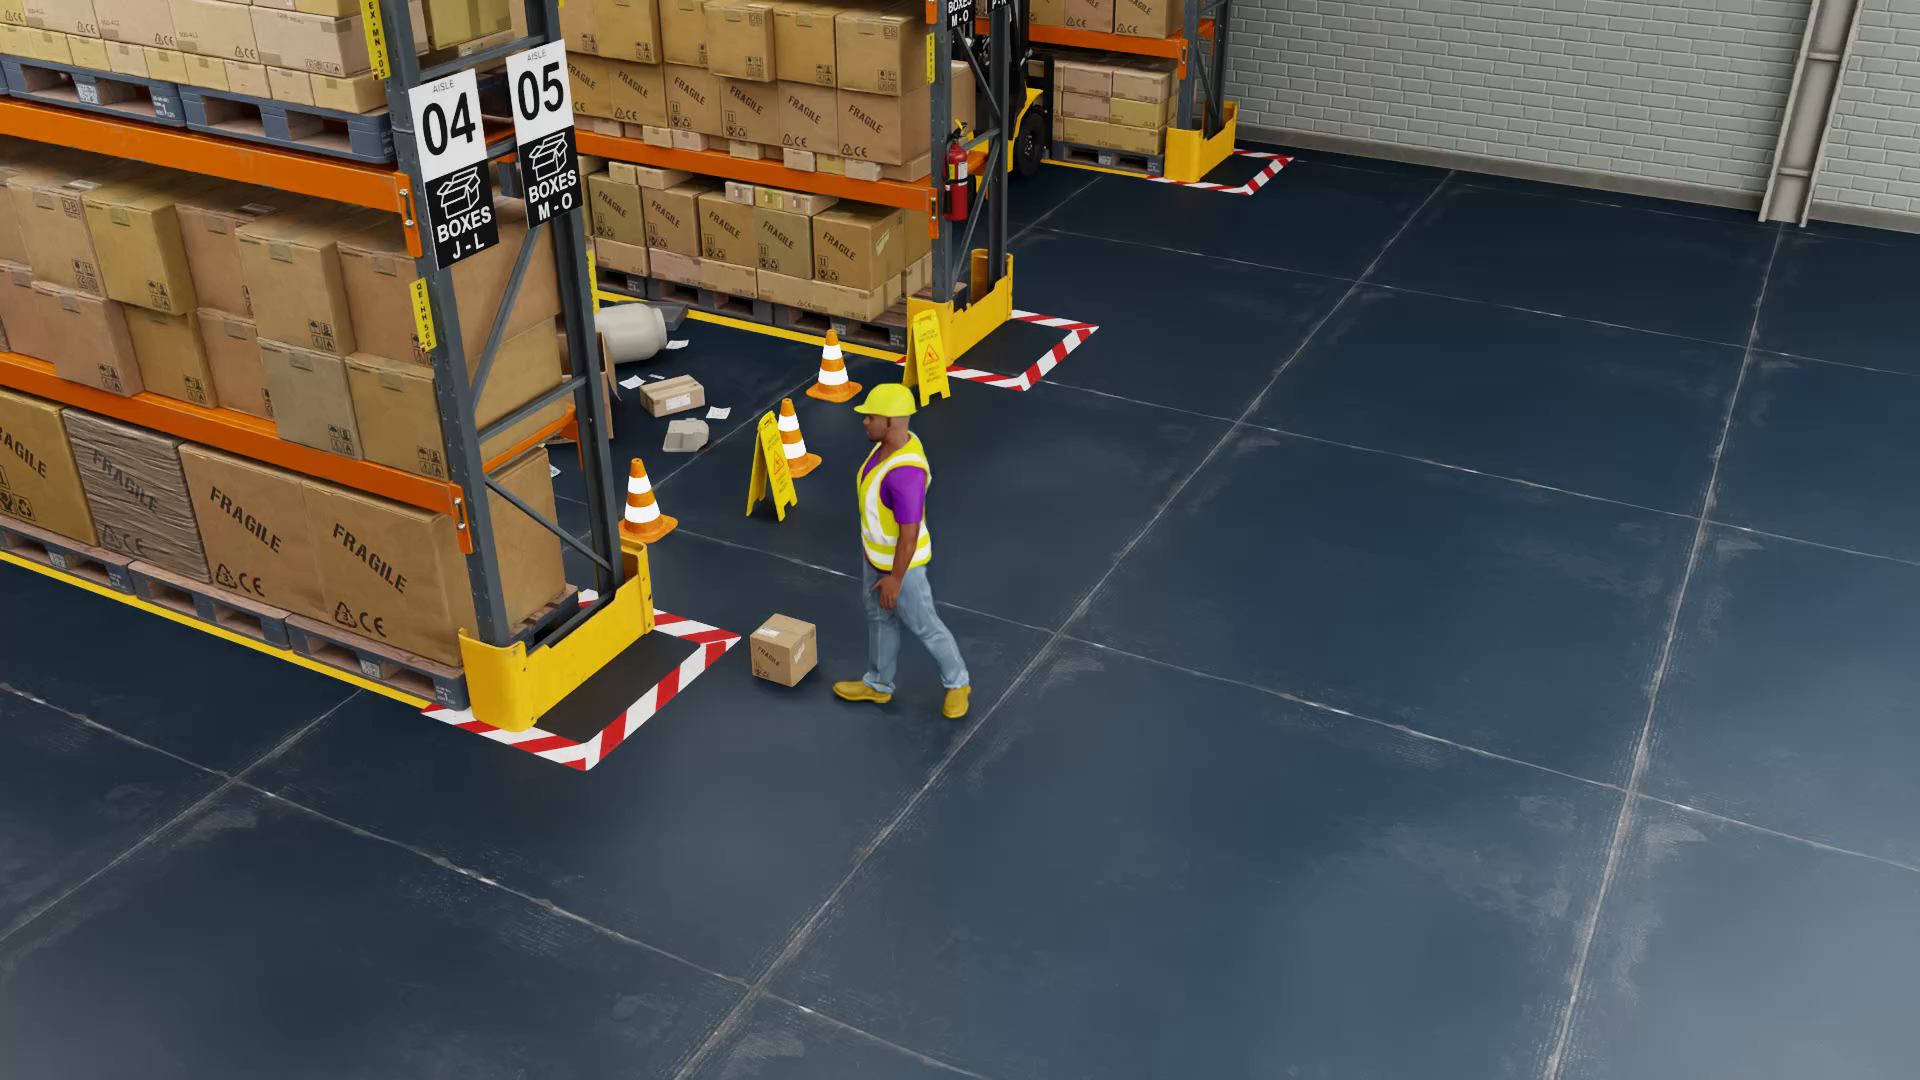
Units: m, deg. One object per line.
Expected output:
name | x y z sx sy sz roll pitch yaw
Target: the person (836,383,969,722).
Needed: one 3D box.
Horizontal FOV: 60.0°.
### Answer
person | -0.299 0.057 8.163 0.680 1.757 0.649 -2 30 -3
